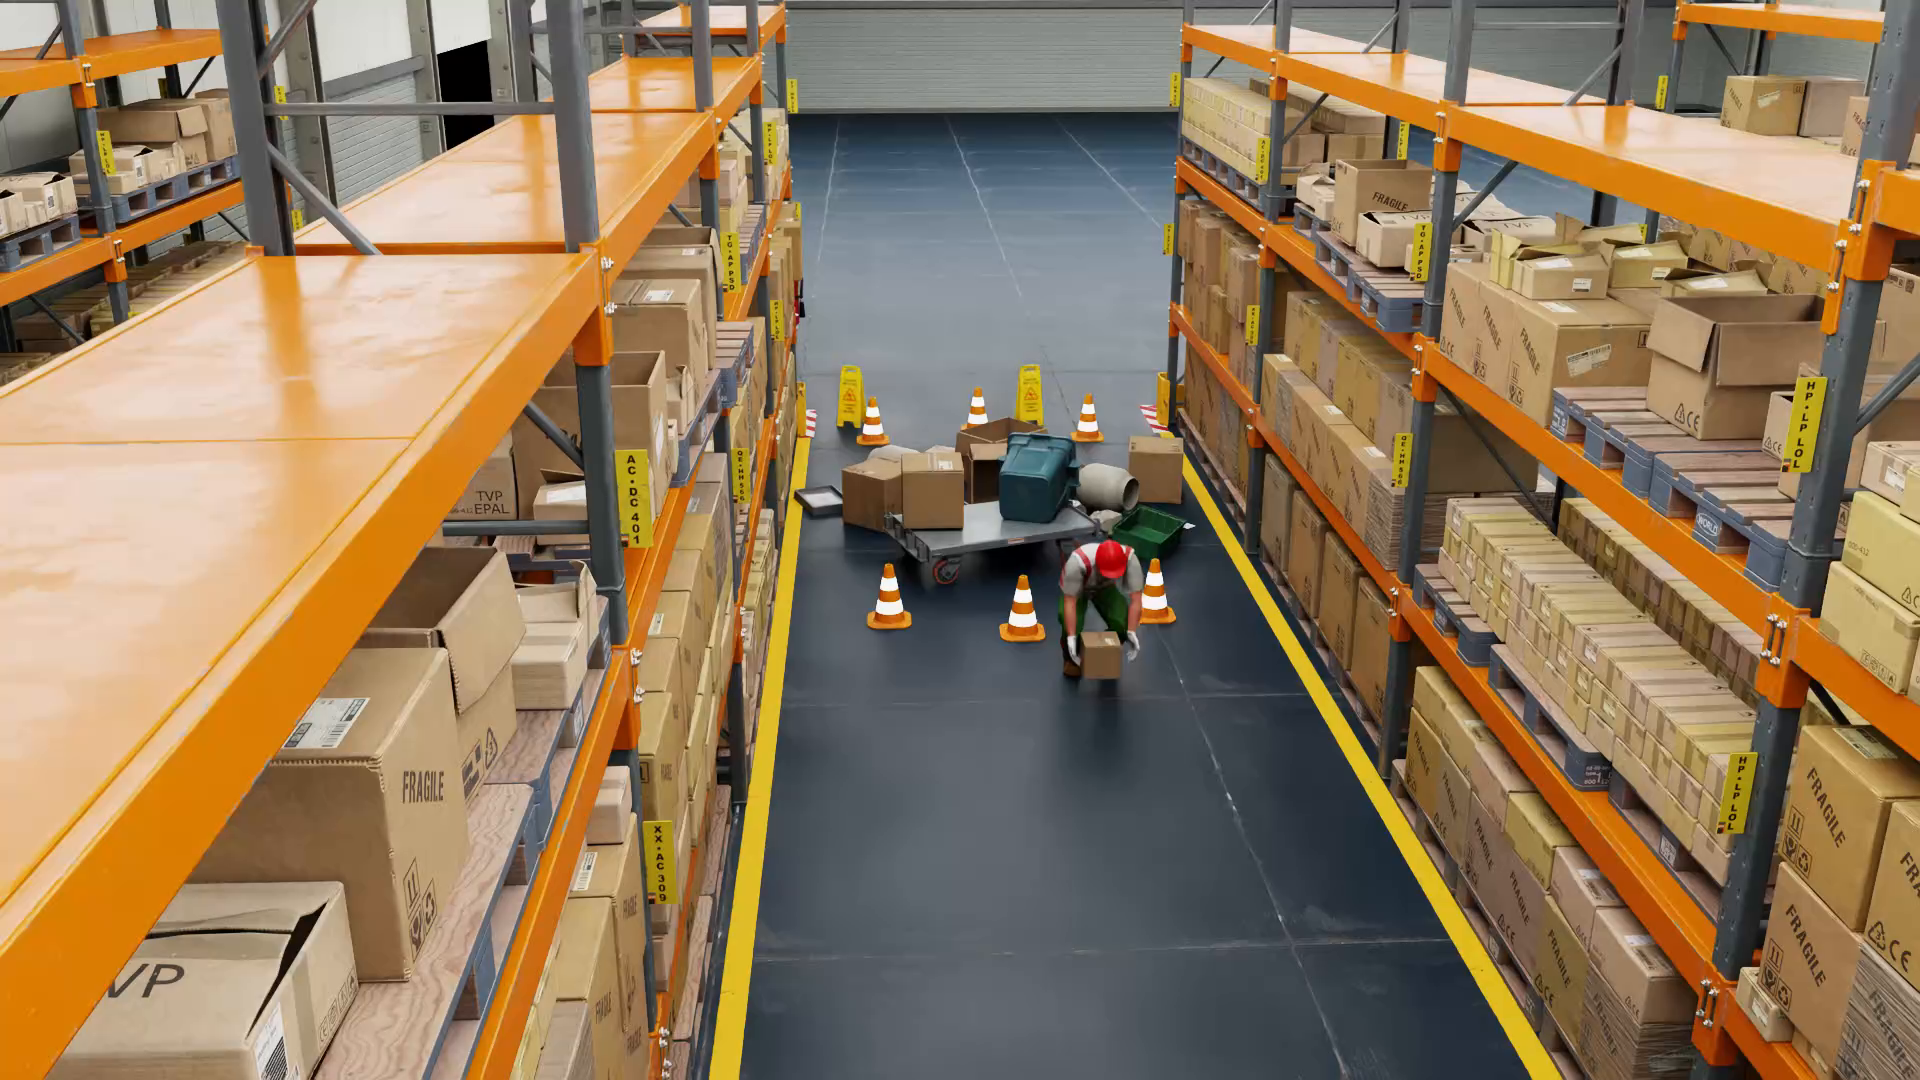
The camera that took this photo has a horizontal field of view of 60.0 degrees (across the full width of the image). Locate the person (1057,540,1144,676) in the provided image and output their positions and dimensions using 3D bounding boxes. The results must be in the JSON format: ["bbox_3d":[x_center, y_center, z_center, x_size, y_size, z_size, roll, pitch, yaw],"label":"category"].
[{"bbox_3d":[0.976,0.434,11.673,0.583,1.136,0.854,-1,20,-3],"label":"person"}]
